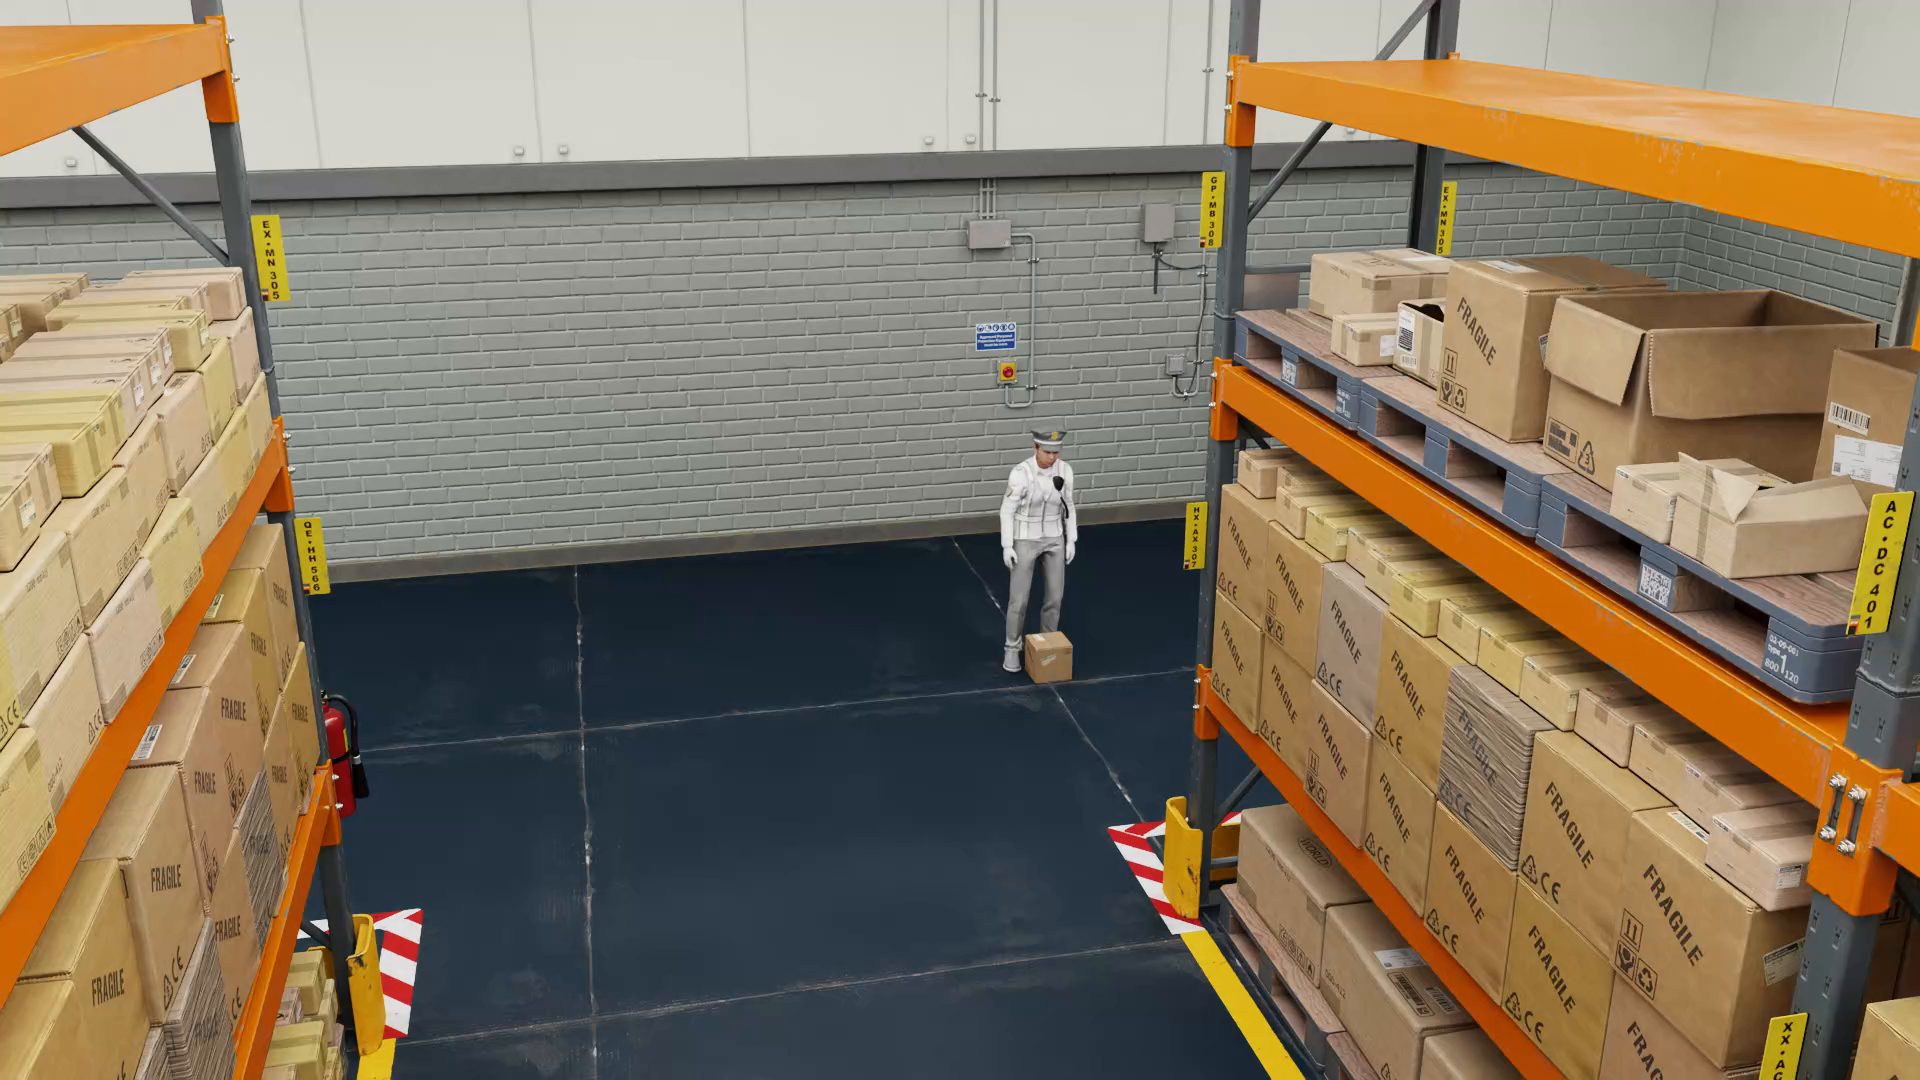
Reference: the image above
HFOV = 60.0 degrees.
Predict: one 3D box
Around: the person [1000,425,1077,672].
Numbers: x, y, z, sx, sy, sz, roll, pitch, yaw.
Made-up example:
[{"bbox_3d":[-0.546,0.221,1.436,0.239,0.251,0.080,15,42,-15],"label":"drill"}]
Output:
[{"bbox_3d":[0.525,0.034,10.973,0.532,1.661,0.374,-6,20,-15],"label":"person"}]
